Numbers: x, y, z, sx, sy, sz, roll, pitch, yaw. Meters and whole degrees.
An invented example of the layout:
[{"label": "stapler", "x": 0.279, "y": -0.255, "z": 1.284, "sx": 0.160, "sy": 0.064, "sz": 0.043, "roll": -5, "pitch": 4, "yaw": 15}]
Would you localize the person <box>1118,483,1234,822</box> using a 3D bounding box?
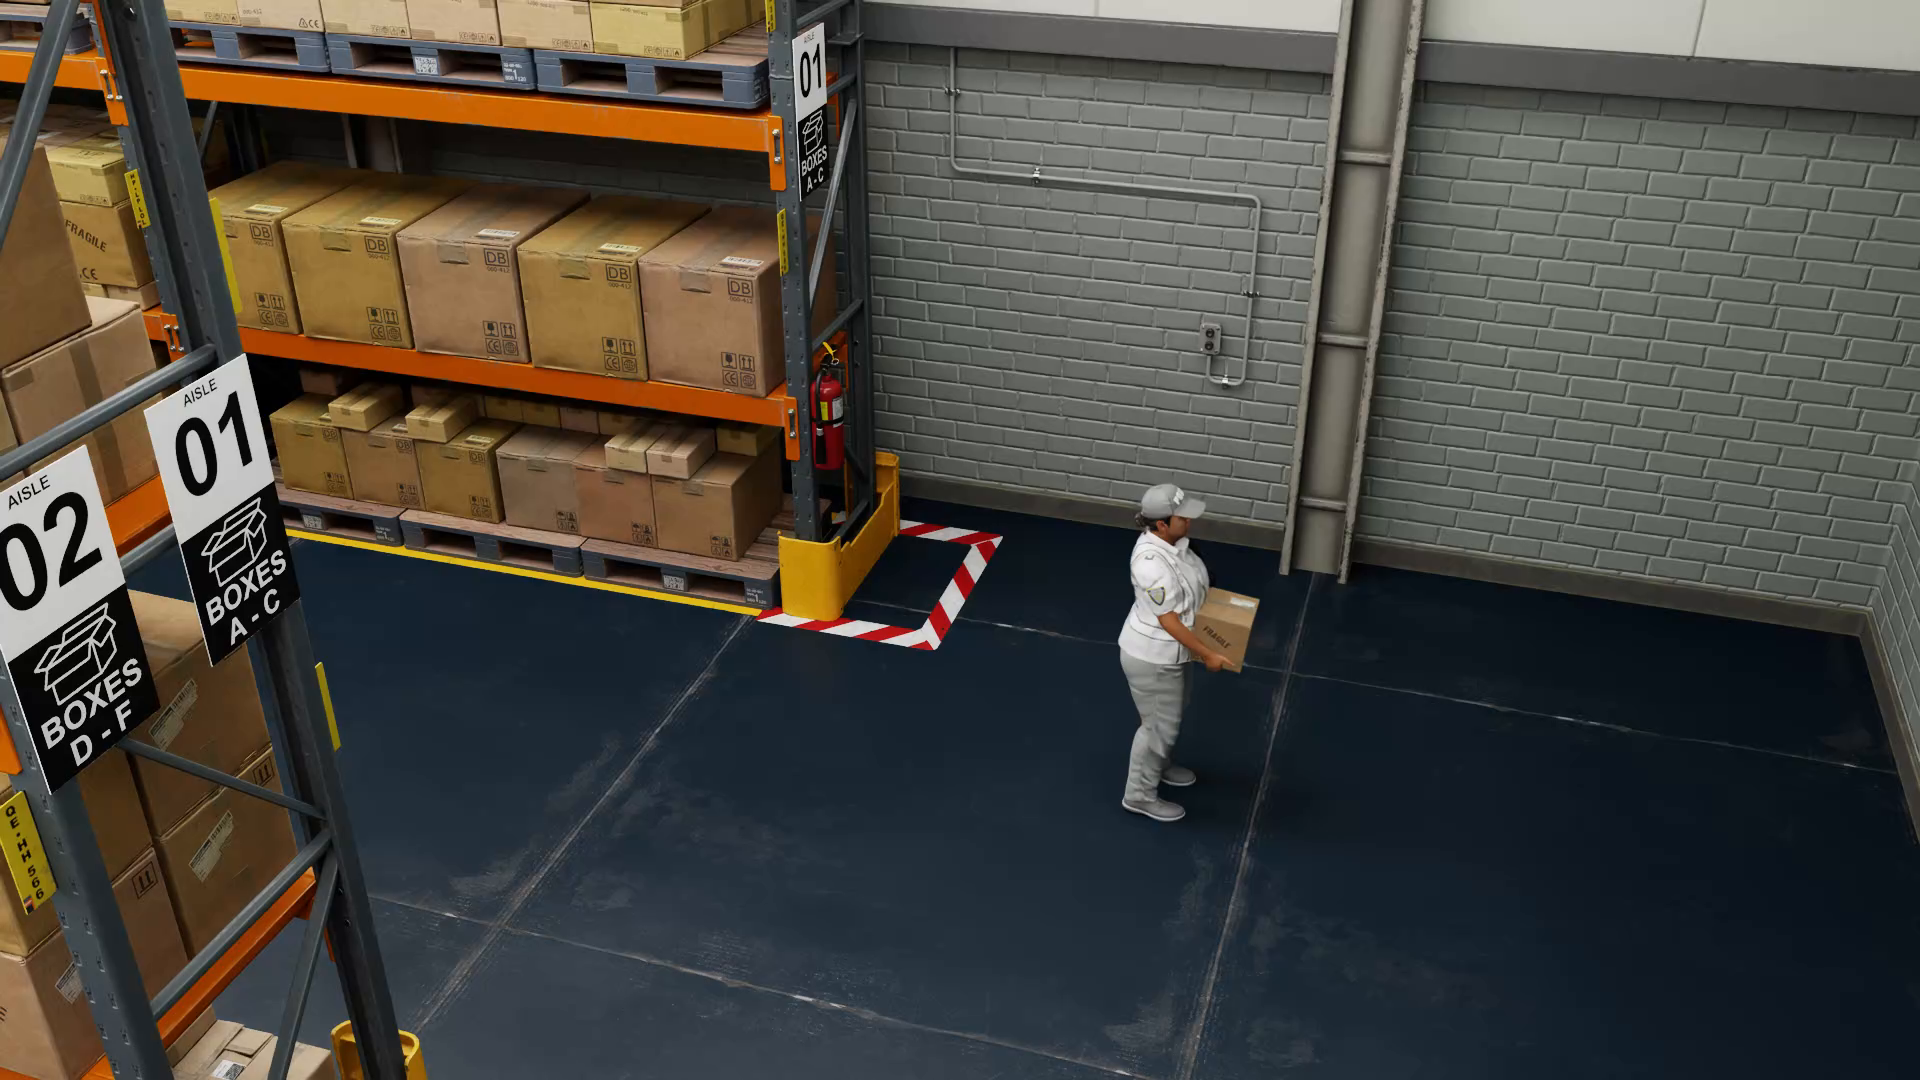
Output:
[{"label": "person", "x": 1.003, "y": 0.508, "z": 7.606, "sx": 0.542, "sy": 1.659, "sz": 0.454, "roll": 9, "pitch": 31, "yaw": 16}]
